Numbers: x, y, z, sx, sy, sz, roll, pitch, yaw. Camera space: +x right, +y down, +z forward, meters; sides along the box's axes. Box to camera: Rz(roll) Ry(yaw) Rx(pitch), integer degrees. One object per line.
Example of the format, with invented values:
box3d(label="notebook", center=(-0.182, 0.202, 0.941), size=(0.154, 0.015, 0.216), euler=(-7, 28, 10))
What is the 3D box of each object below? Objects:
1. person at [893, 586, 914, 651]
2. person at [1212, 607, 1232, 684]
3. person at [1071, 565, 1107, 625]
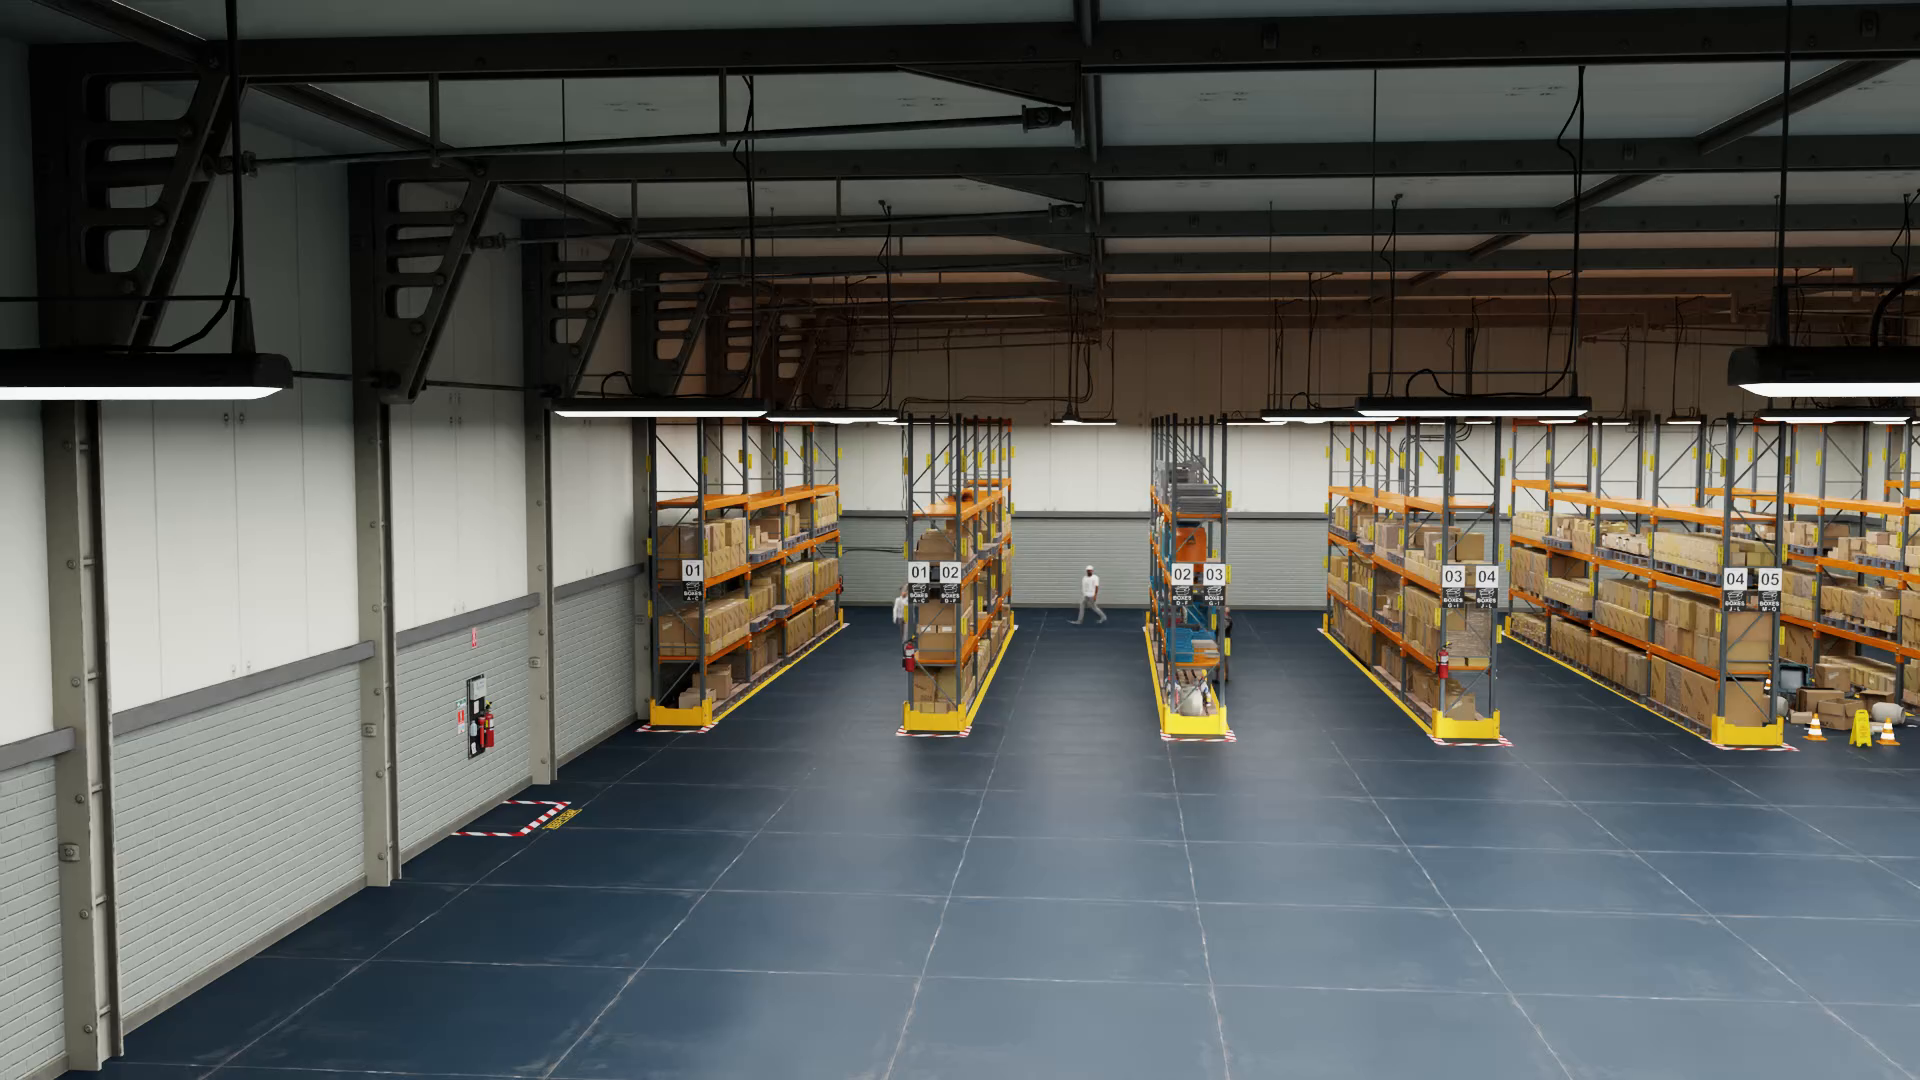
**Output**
box3d(label="person", center=(-1.469, 2.004, 42.888), size=(0.493, 1.635, 1.023), euler=(1, 4, 14))
box3d(label="person", center=(5.877, 2.361, 37.328), size=(0.425, 1.723, 0.575), euler=(2, 4, 24))
box3d(label="person", center=(3.759, 1.606, 48.399), size=(1.022, 1.736, 0.673), euler=(-2, 4, -27))
